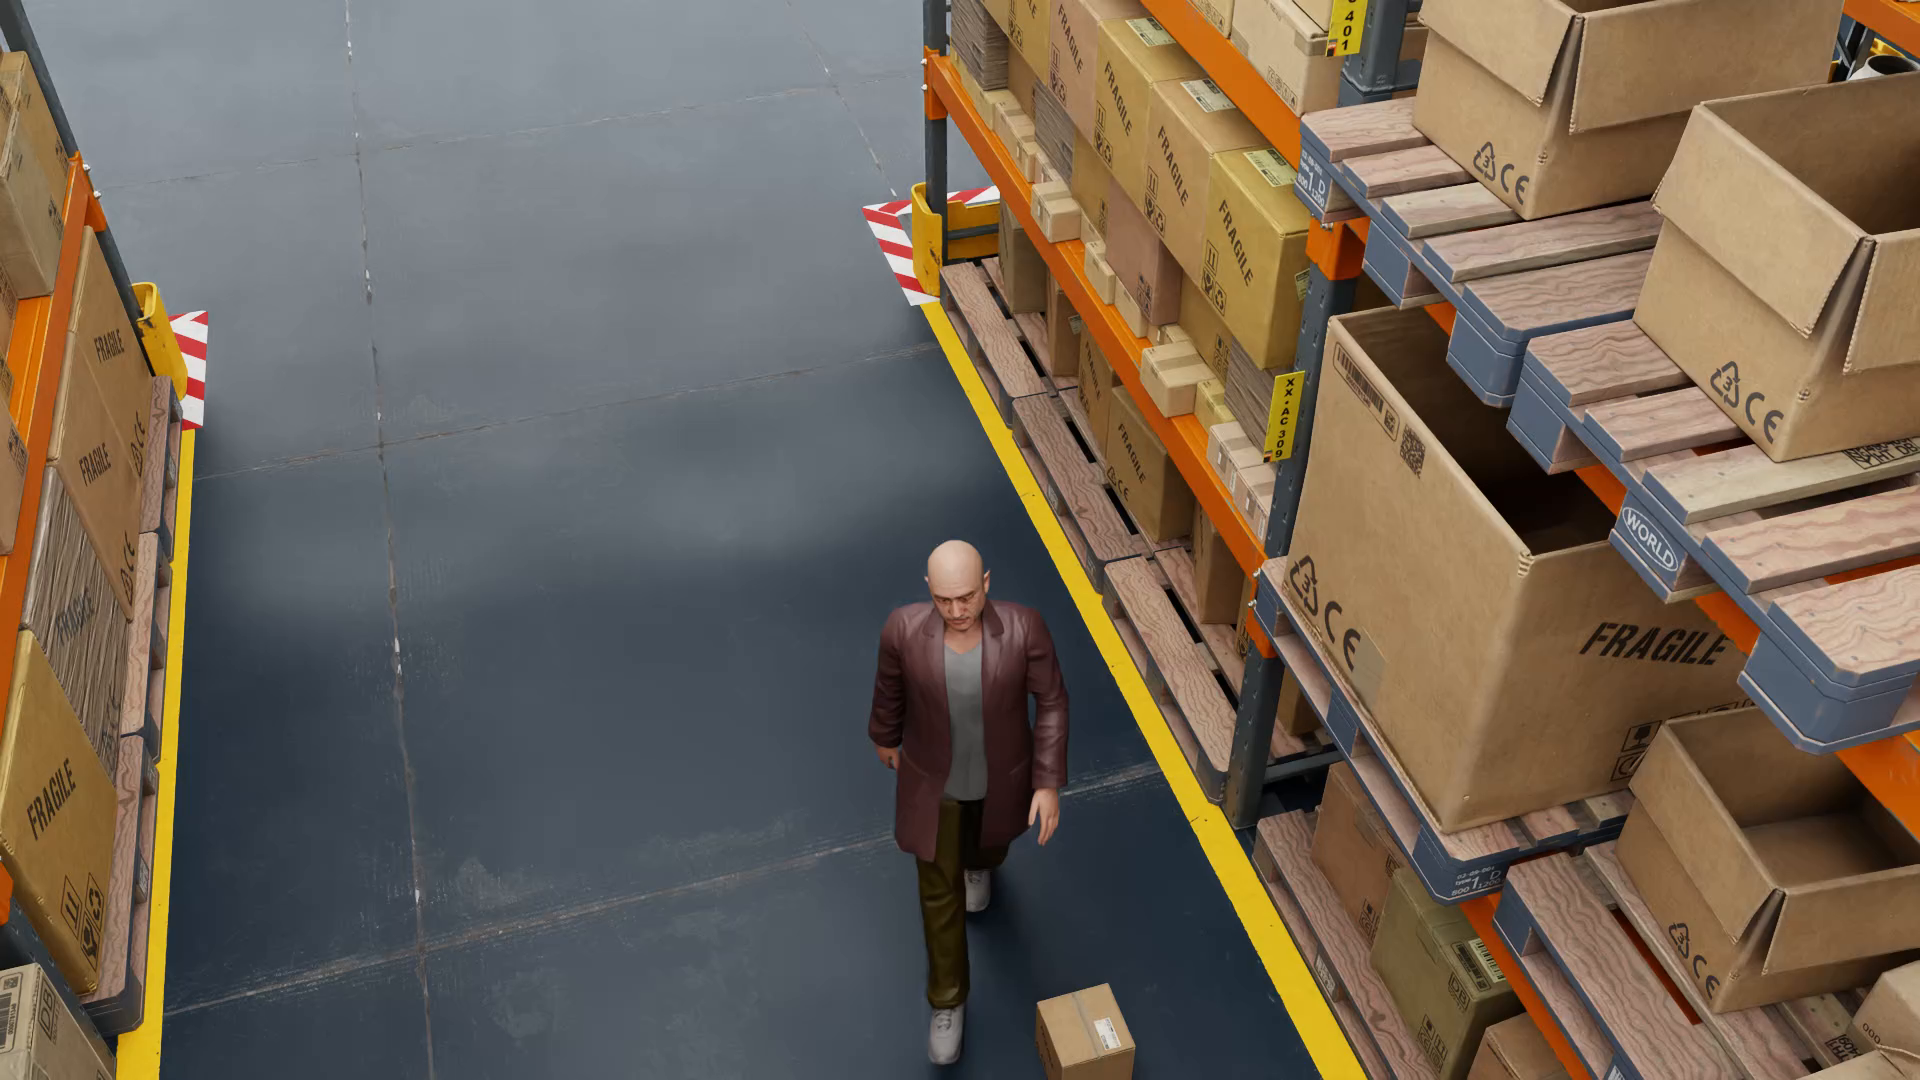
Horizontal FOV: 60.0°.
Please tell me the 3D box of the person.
[{"bbox_3d":[0.031,0.809,5.276,0.638,1.715,1.013,-2,42,-3],"label":"person"}]
